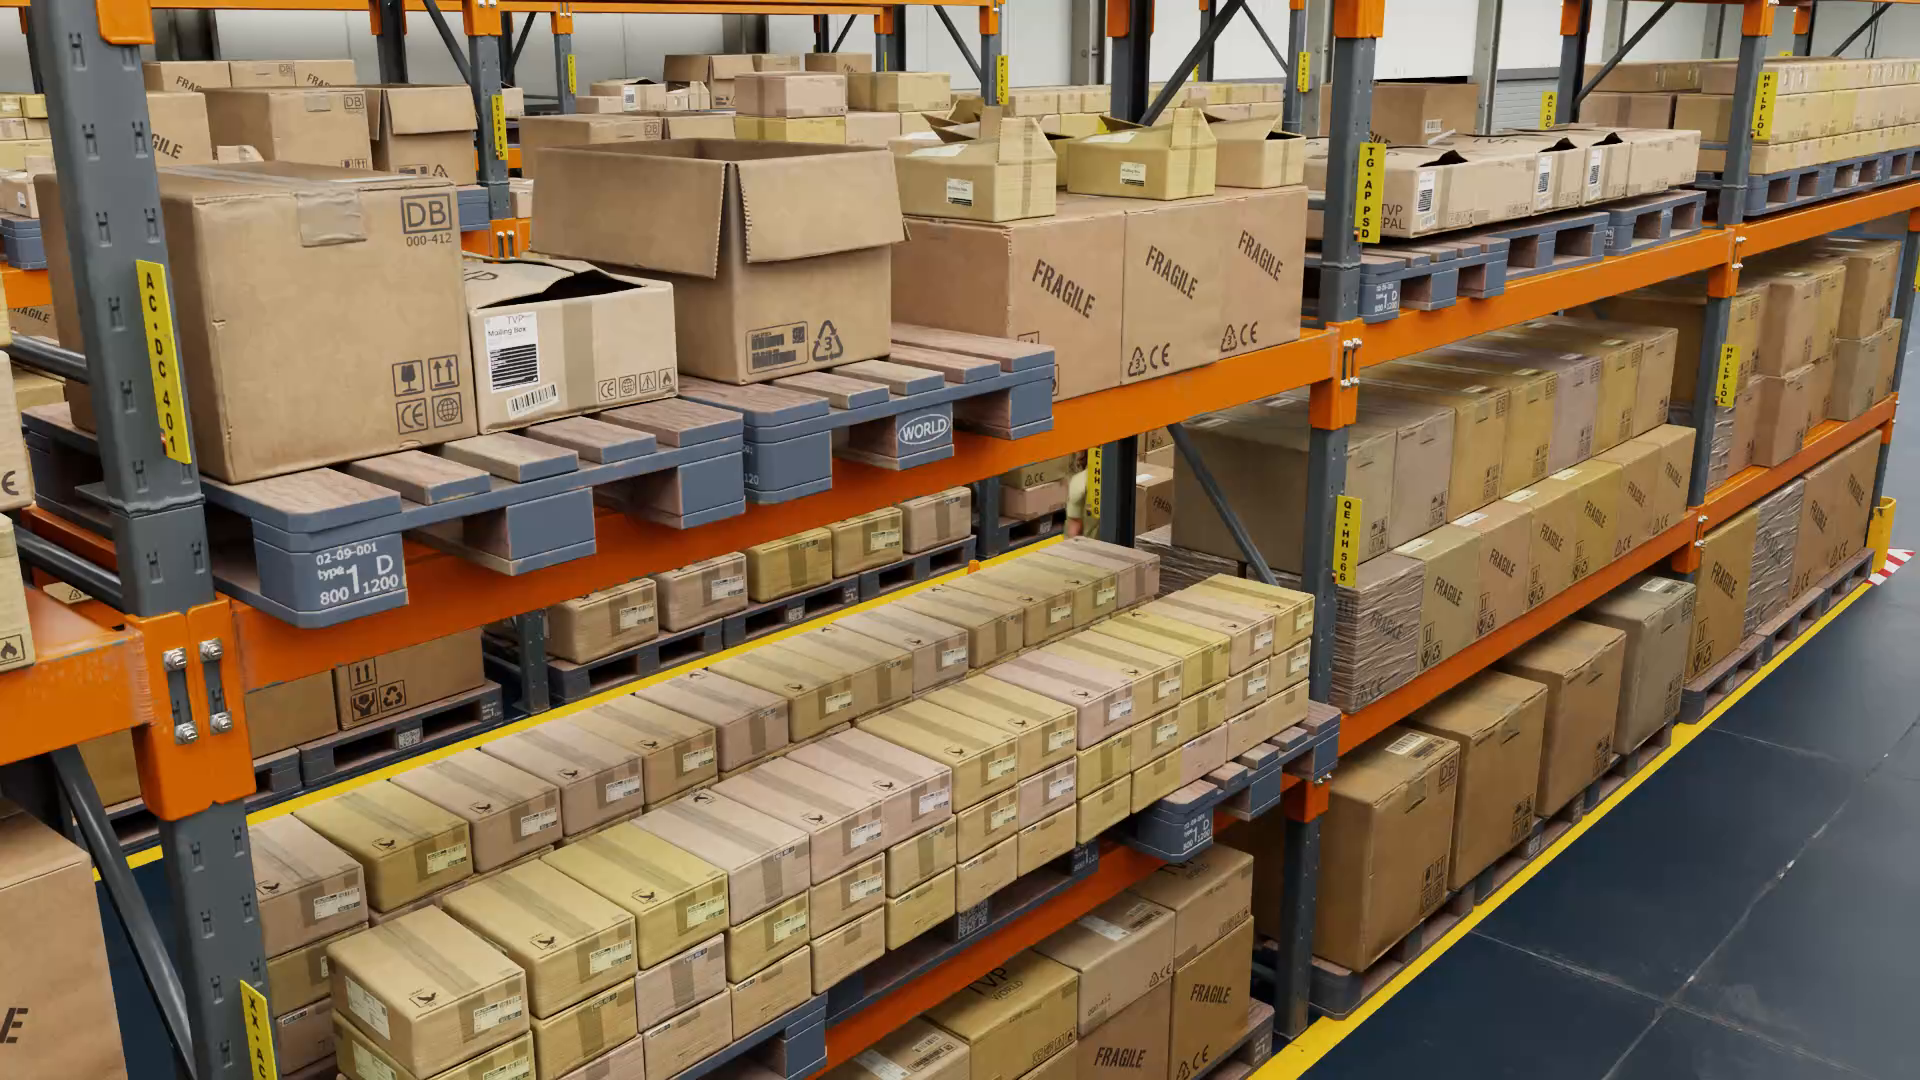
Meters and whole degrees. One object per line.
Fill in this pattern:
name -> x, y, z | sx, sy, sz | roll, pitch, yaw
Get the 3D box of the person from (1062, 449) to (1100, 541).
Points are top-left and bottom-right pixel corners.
person -> 0.795, 0.163, 9.612 | 0.388, 1.627, 0.470 | 15, 23, 41
